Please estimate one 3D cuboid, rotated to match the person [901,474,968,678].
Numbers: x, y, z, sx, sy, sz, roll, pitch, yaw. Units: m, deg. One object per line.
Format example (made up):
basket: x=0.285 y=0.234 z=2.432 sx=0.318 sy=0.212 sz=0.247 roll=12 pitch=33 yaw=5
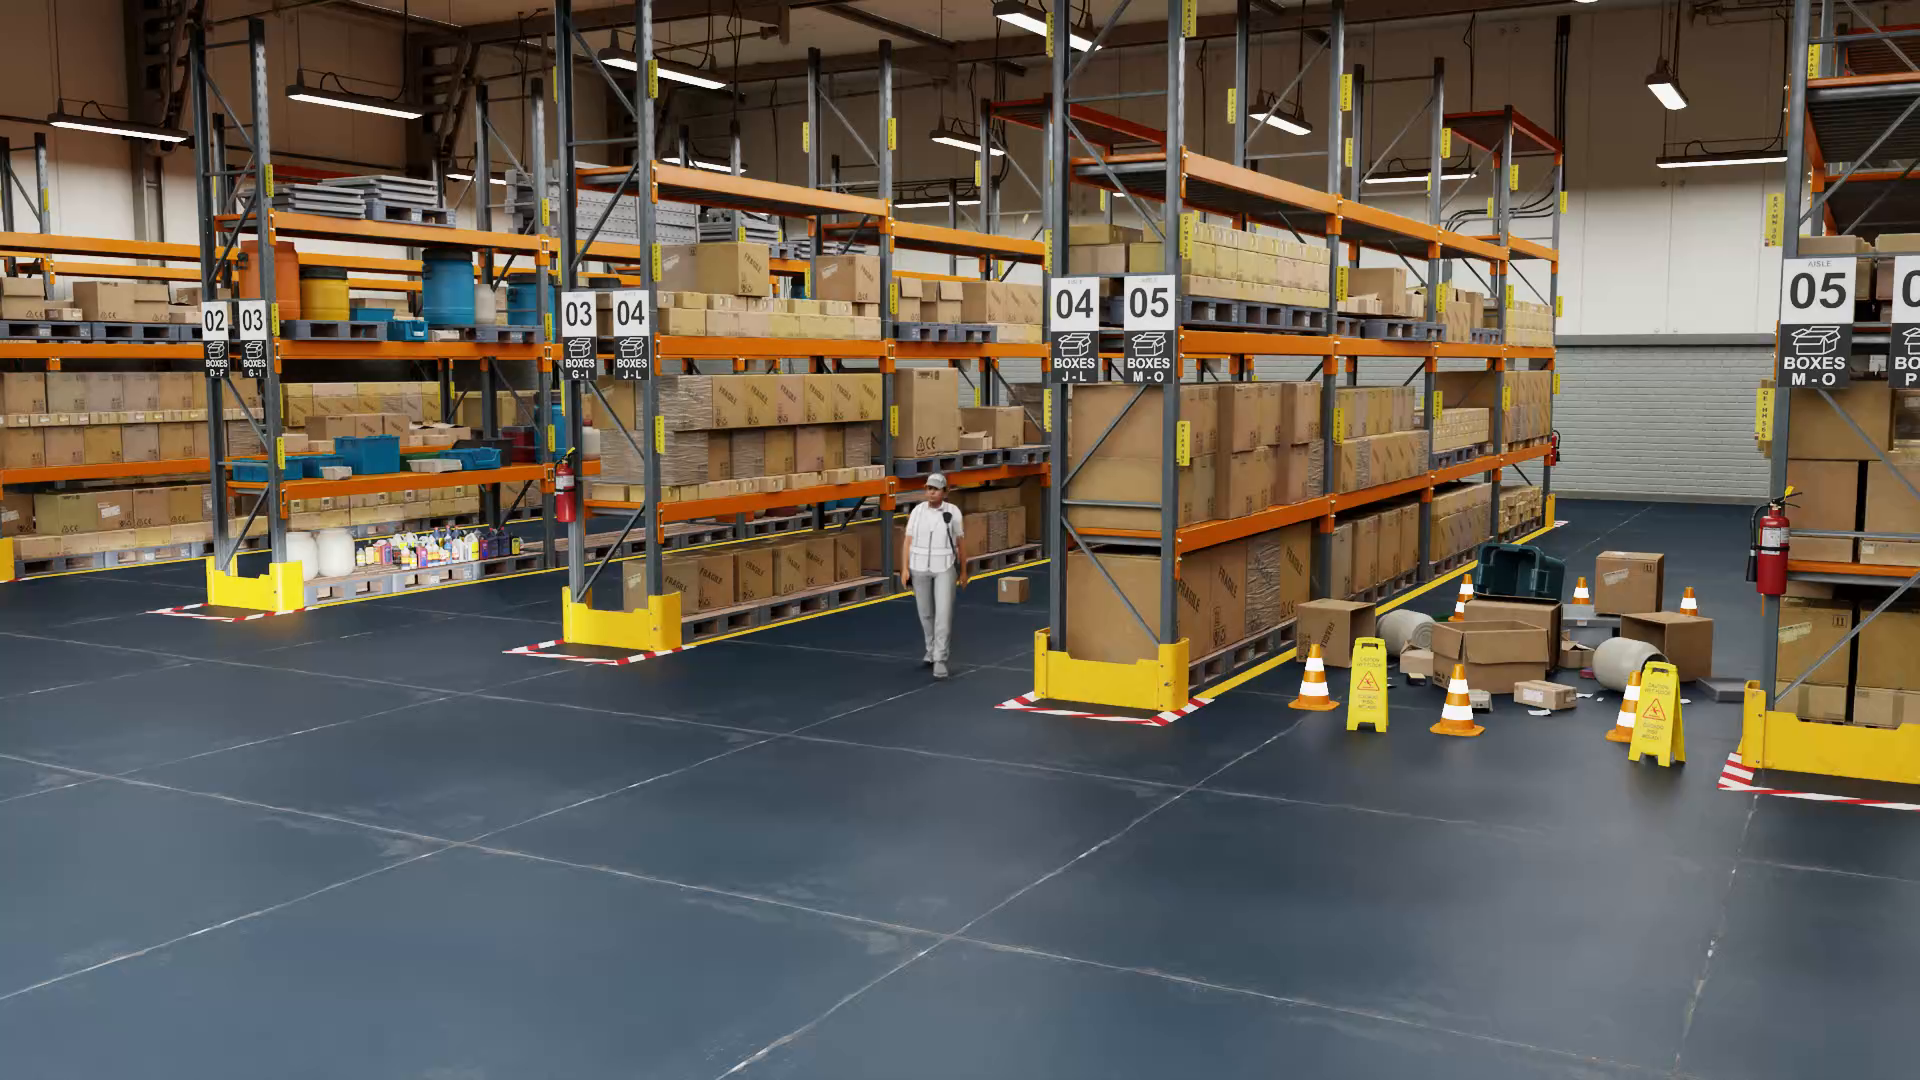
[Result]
person: x=-0.237 y=0.262 z=13.792 sx=0.511 sy=1.617 sz=0.940 roll=1 pitch=6 yaw=13
